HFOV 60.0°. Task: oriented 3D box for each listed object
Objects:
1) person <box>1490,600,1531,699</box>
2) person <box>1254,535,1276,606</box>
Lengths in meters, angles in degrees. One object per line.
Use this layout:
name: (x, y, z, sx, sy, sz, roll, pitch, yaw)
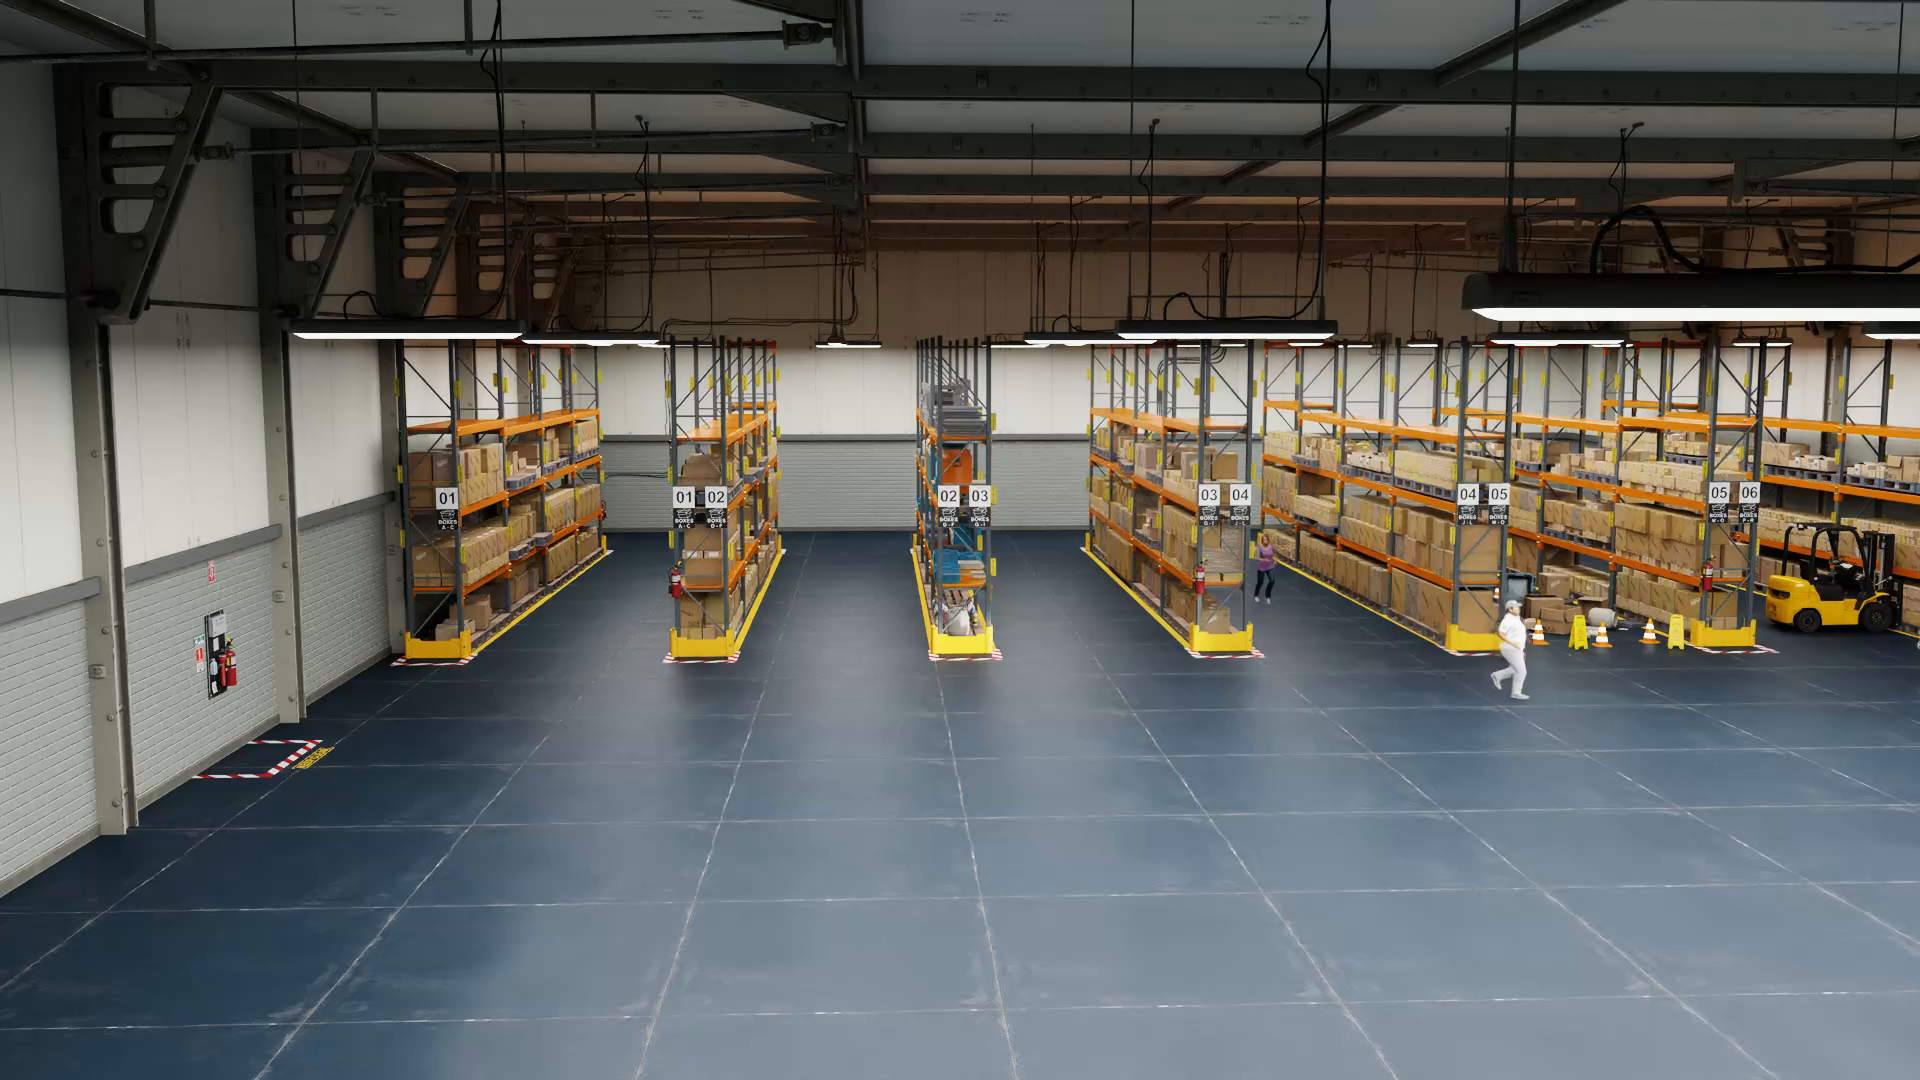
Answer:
person: (9.102, 1.798, 27.516, 0.687, 1.621, 0.613, 5, 8, 35)
person: (6.888, 0.675, 37.463, 0.546, 1.596, 0.815, -1, 7, -6)
